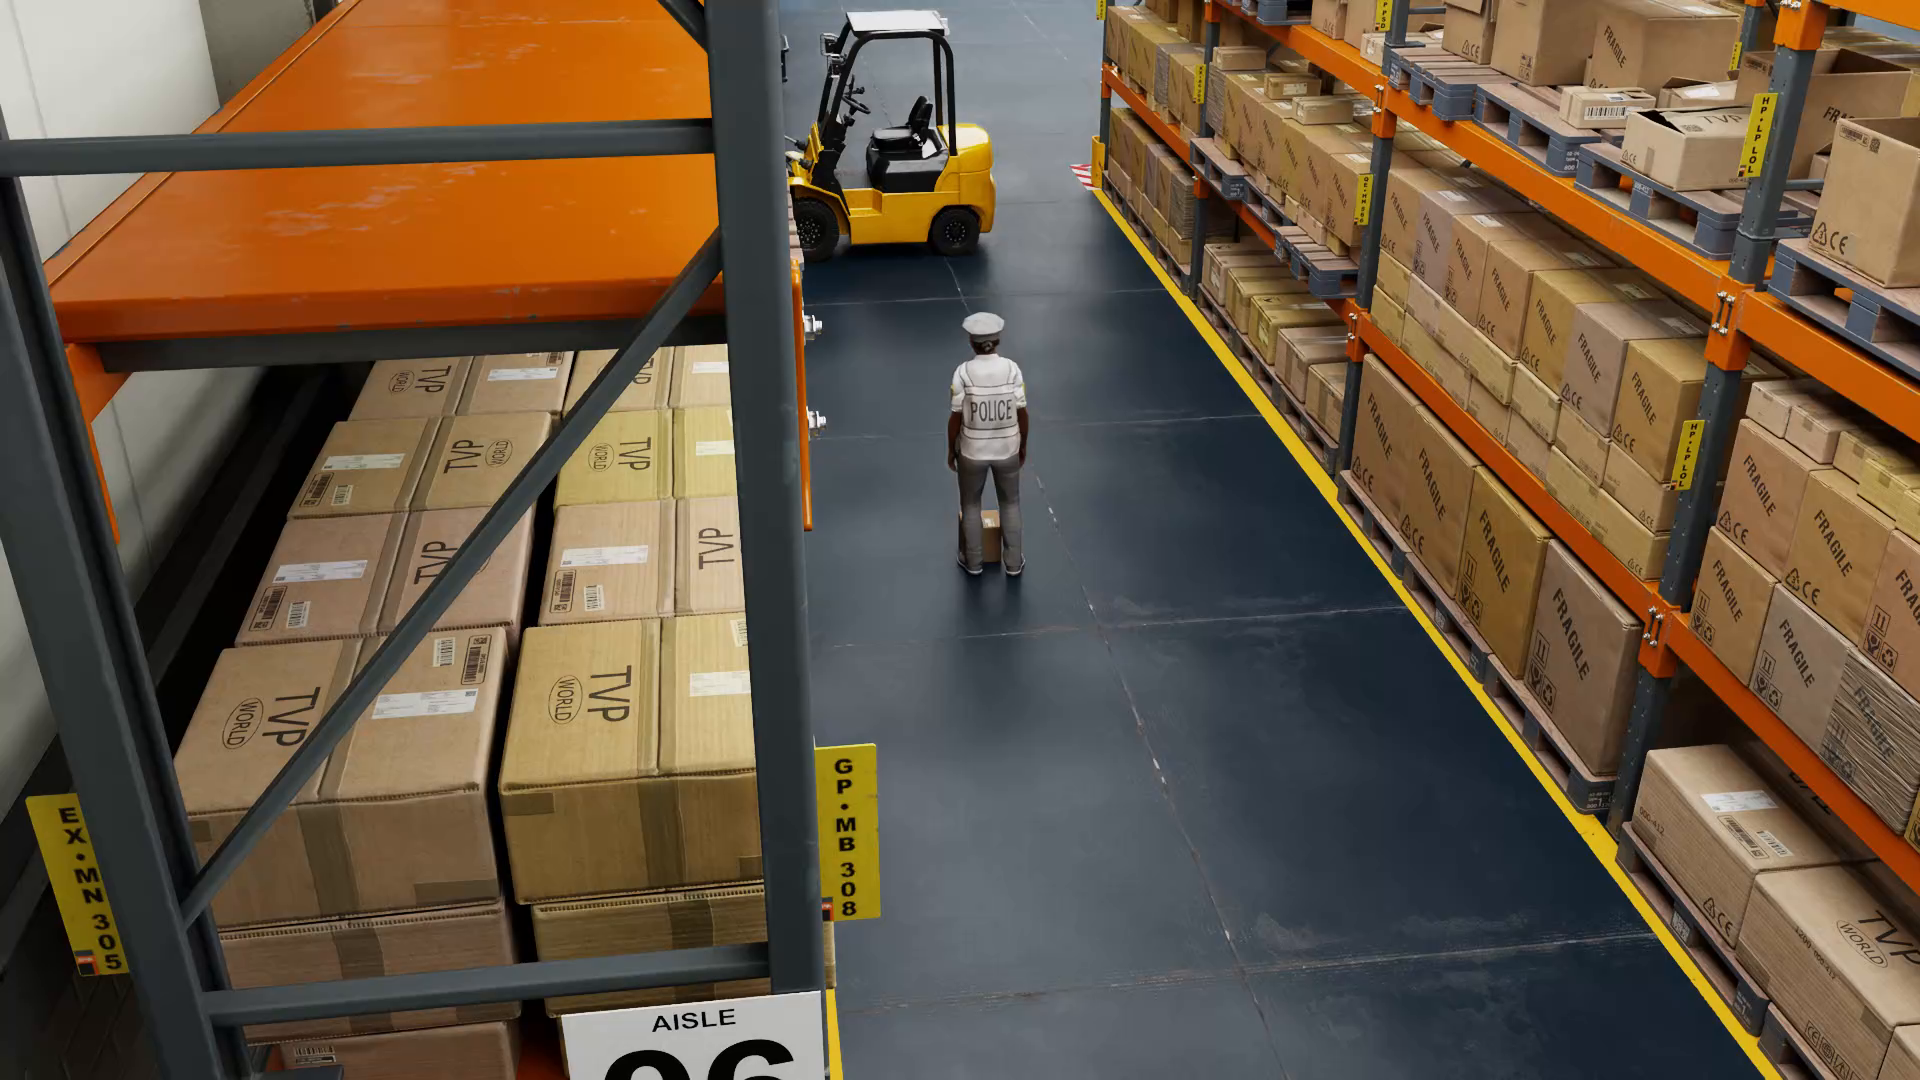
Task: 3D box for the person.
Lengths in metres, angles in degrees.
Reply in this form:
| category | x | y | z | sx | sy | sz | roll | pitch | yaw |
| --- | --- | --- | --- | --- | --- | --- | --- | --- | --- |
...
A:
| category | x | y | z | sx | sy | sz | roll | pitch | yaw |
| --- | --- | --- | --- | --- | --- | --- | --- | --- | --- |
| person | 0.174 | -0.548 | 10.152 | 0.506 | 1.658 | 0.415 | -3 | 28 | -7 |
